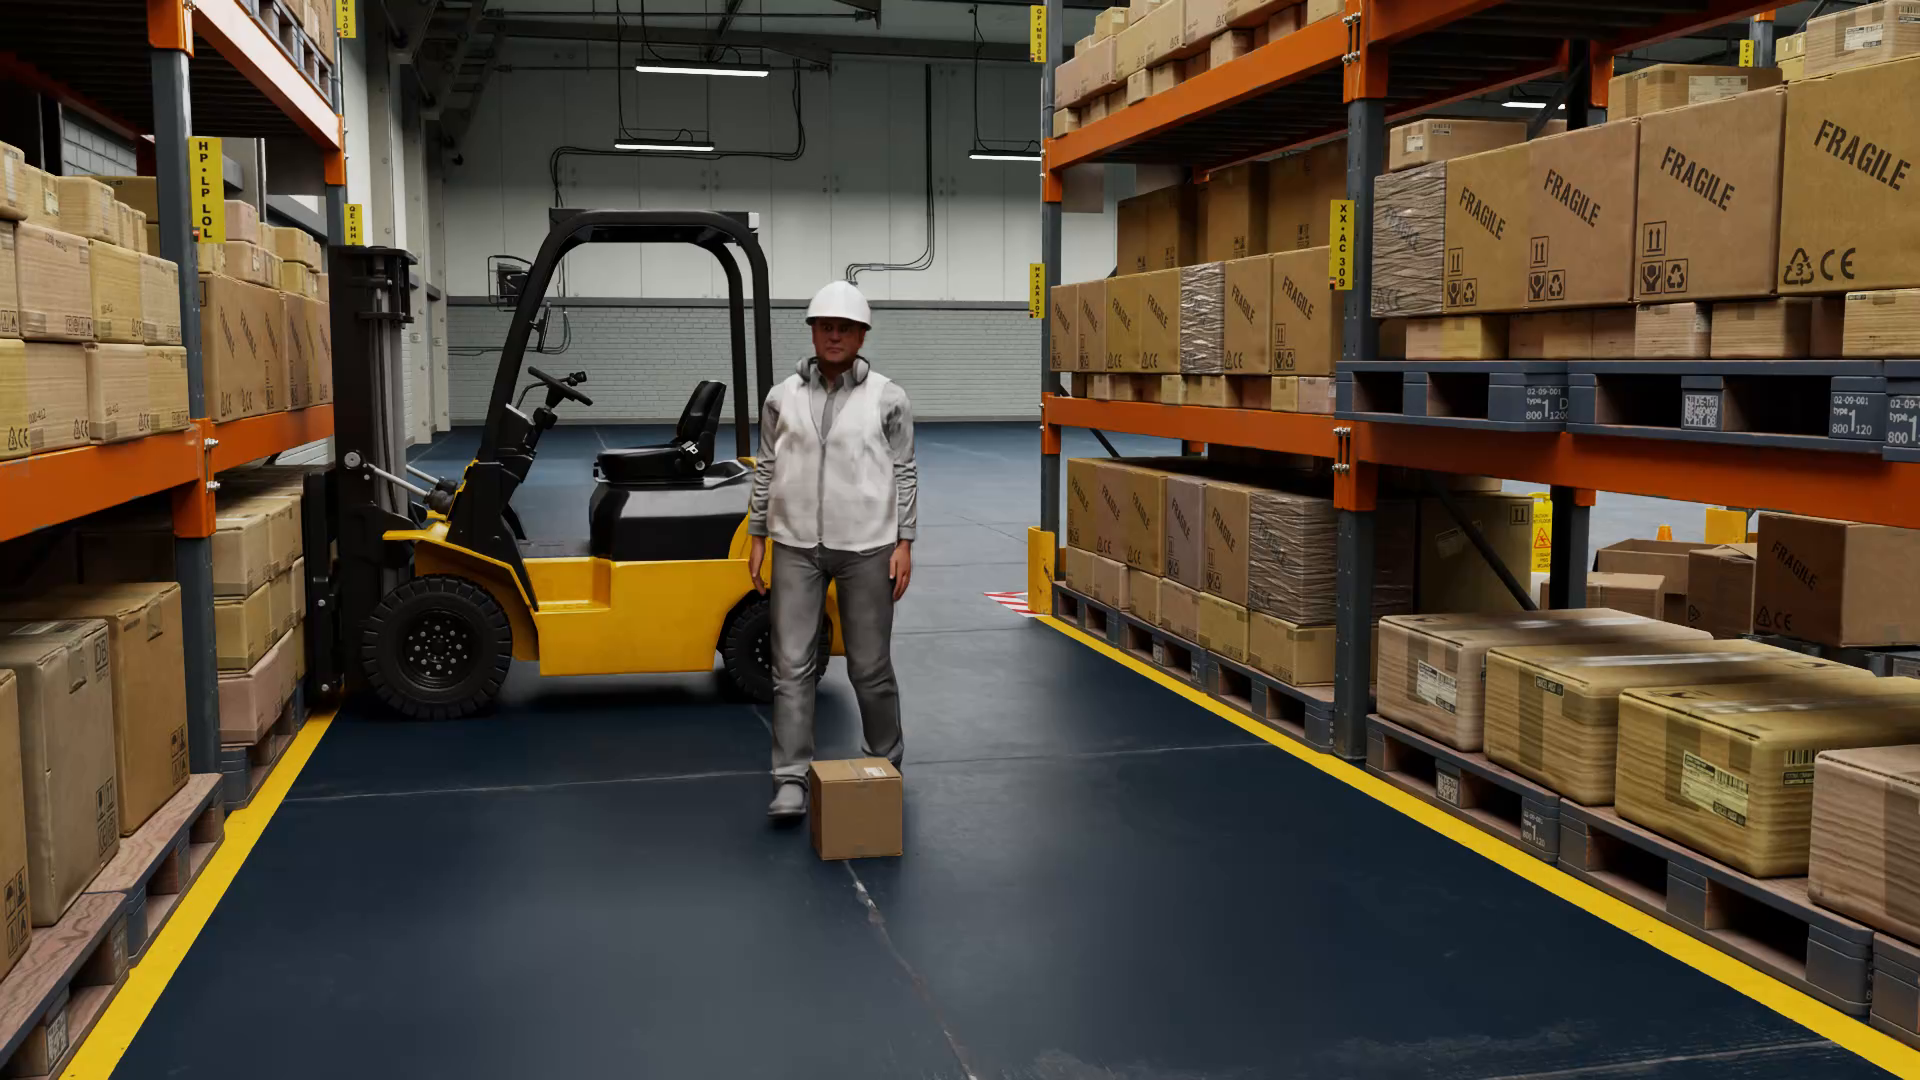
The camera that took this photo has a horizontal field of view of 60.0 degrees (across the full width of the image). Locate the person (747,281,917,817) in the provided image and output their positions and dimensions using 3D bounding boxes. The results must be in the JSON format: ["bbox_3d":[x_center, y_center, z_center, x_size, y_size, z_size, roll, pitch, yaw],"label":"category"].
[{"bbox_3d":[-0.447,0.025,5.558,0.581,1.771,0.684,1,6,8],"label":"person"}]
